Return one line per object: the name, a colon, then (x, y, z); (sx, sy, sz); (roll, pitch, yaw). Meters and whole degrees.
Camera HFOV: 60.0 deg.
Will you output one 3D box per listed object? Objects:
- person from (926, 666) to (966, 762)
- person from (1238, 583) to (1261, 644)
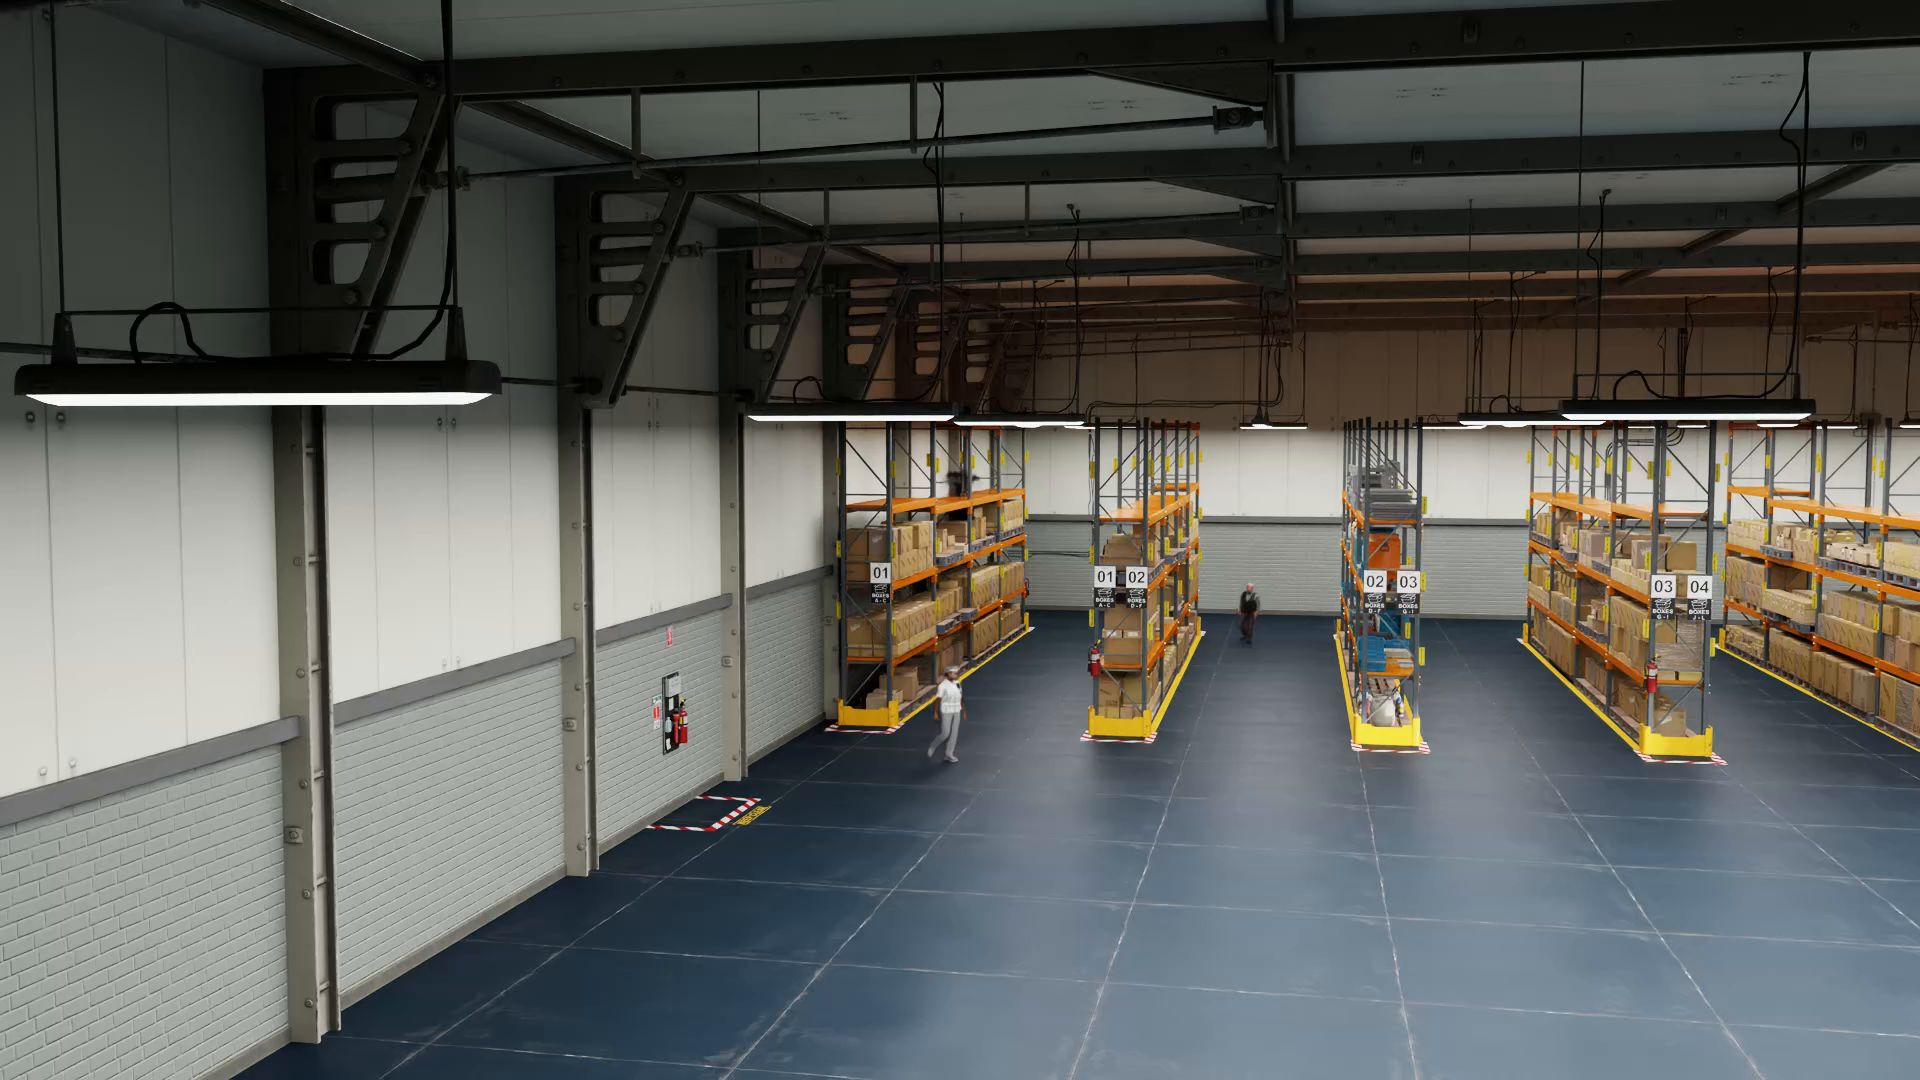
person: (-0.255, 3.008, 28.894); (0.600, 1.679, 0.538); (-3, 5, -39)
person: (7.785, 1.982, 44.832); (0.678, 1.677, 0.635); (2, 4, 25)
